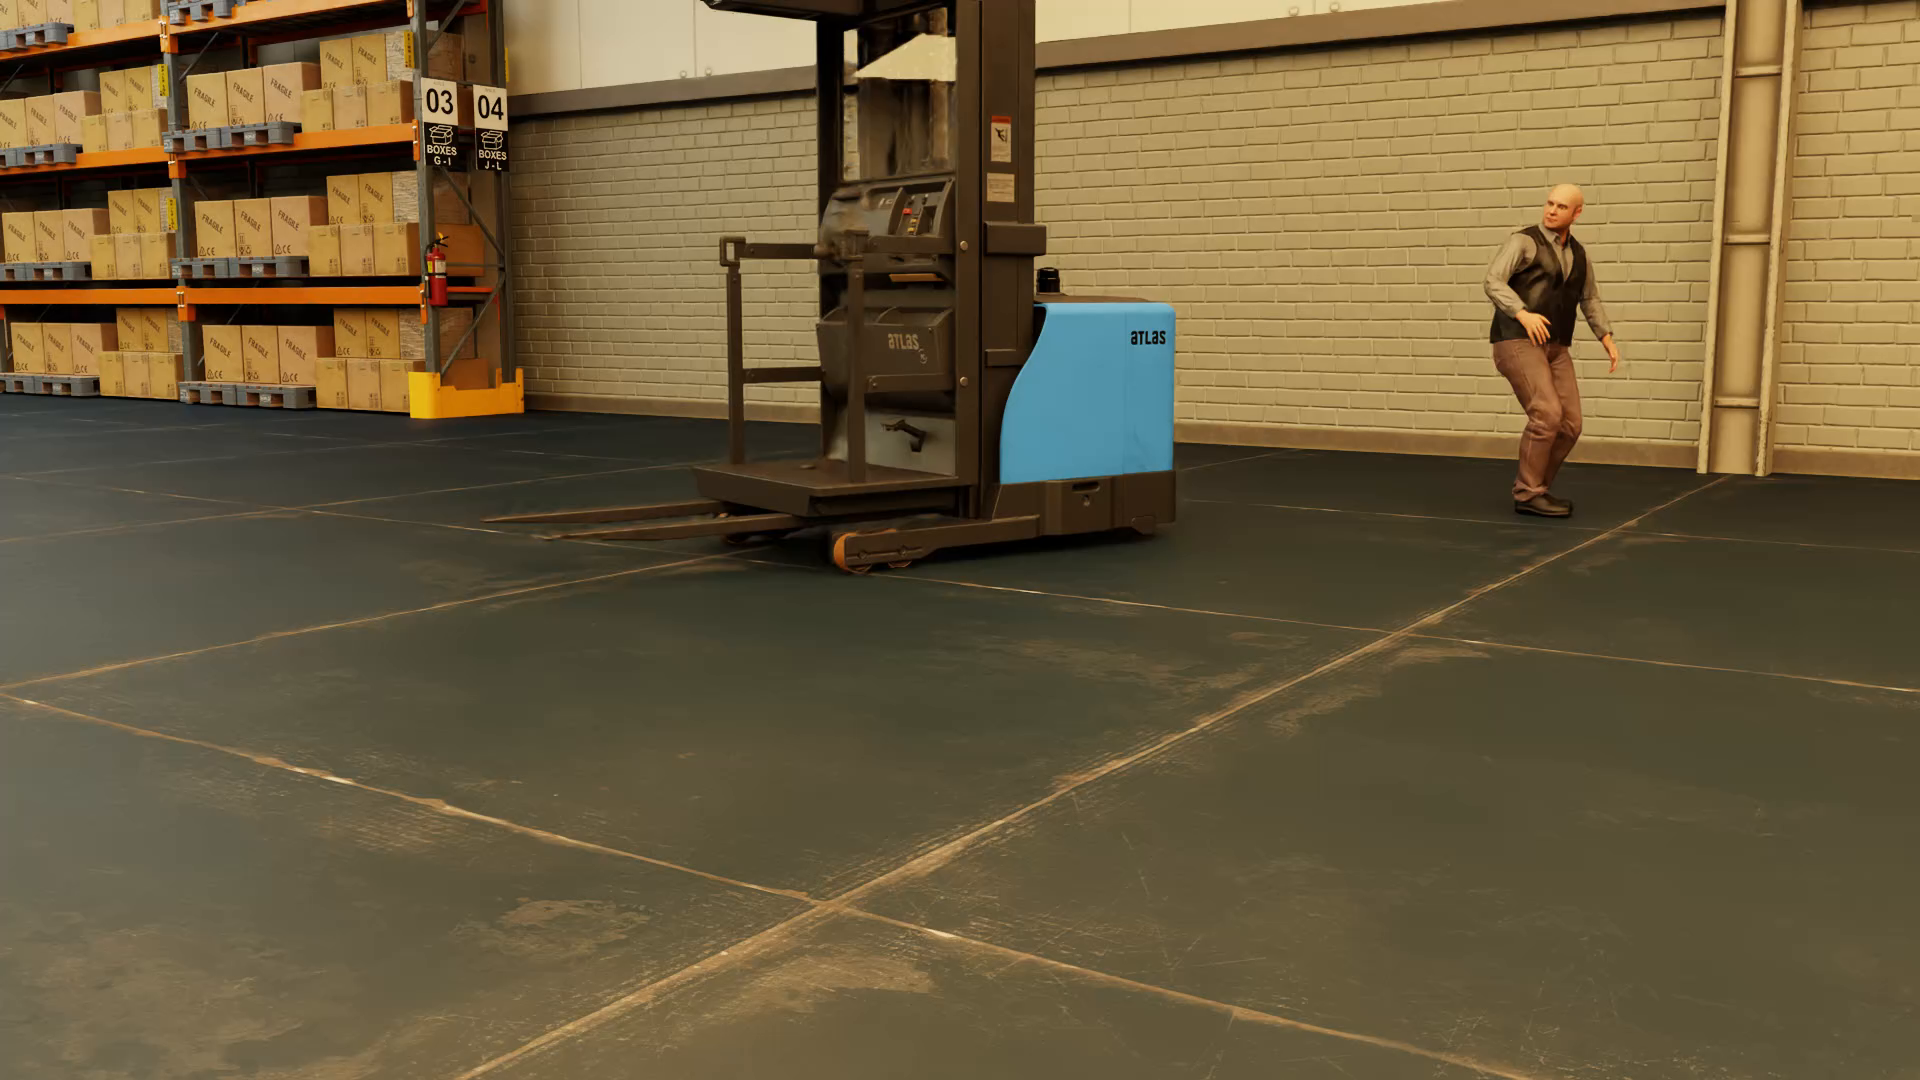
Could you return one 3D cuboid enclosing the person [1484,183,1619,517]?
[{"bbox_3d":[3.046,-0.973,8.542,0.737,1.683,0.519,-5,10,-32],"label":"person"}]

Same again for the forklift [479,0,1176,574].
[{"bbox_3d":[-0.491,-1.400,7.039,3.031,2.935,1.130,-6,10,-36],"label":"forklift"}]
